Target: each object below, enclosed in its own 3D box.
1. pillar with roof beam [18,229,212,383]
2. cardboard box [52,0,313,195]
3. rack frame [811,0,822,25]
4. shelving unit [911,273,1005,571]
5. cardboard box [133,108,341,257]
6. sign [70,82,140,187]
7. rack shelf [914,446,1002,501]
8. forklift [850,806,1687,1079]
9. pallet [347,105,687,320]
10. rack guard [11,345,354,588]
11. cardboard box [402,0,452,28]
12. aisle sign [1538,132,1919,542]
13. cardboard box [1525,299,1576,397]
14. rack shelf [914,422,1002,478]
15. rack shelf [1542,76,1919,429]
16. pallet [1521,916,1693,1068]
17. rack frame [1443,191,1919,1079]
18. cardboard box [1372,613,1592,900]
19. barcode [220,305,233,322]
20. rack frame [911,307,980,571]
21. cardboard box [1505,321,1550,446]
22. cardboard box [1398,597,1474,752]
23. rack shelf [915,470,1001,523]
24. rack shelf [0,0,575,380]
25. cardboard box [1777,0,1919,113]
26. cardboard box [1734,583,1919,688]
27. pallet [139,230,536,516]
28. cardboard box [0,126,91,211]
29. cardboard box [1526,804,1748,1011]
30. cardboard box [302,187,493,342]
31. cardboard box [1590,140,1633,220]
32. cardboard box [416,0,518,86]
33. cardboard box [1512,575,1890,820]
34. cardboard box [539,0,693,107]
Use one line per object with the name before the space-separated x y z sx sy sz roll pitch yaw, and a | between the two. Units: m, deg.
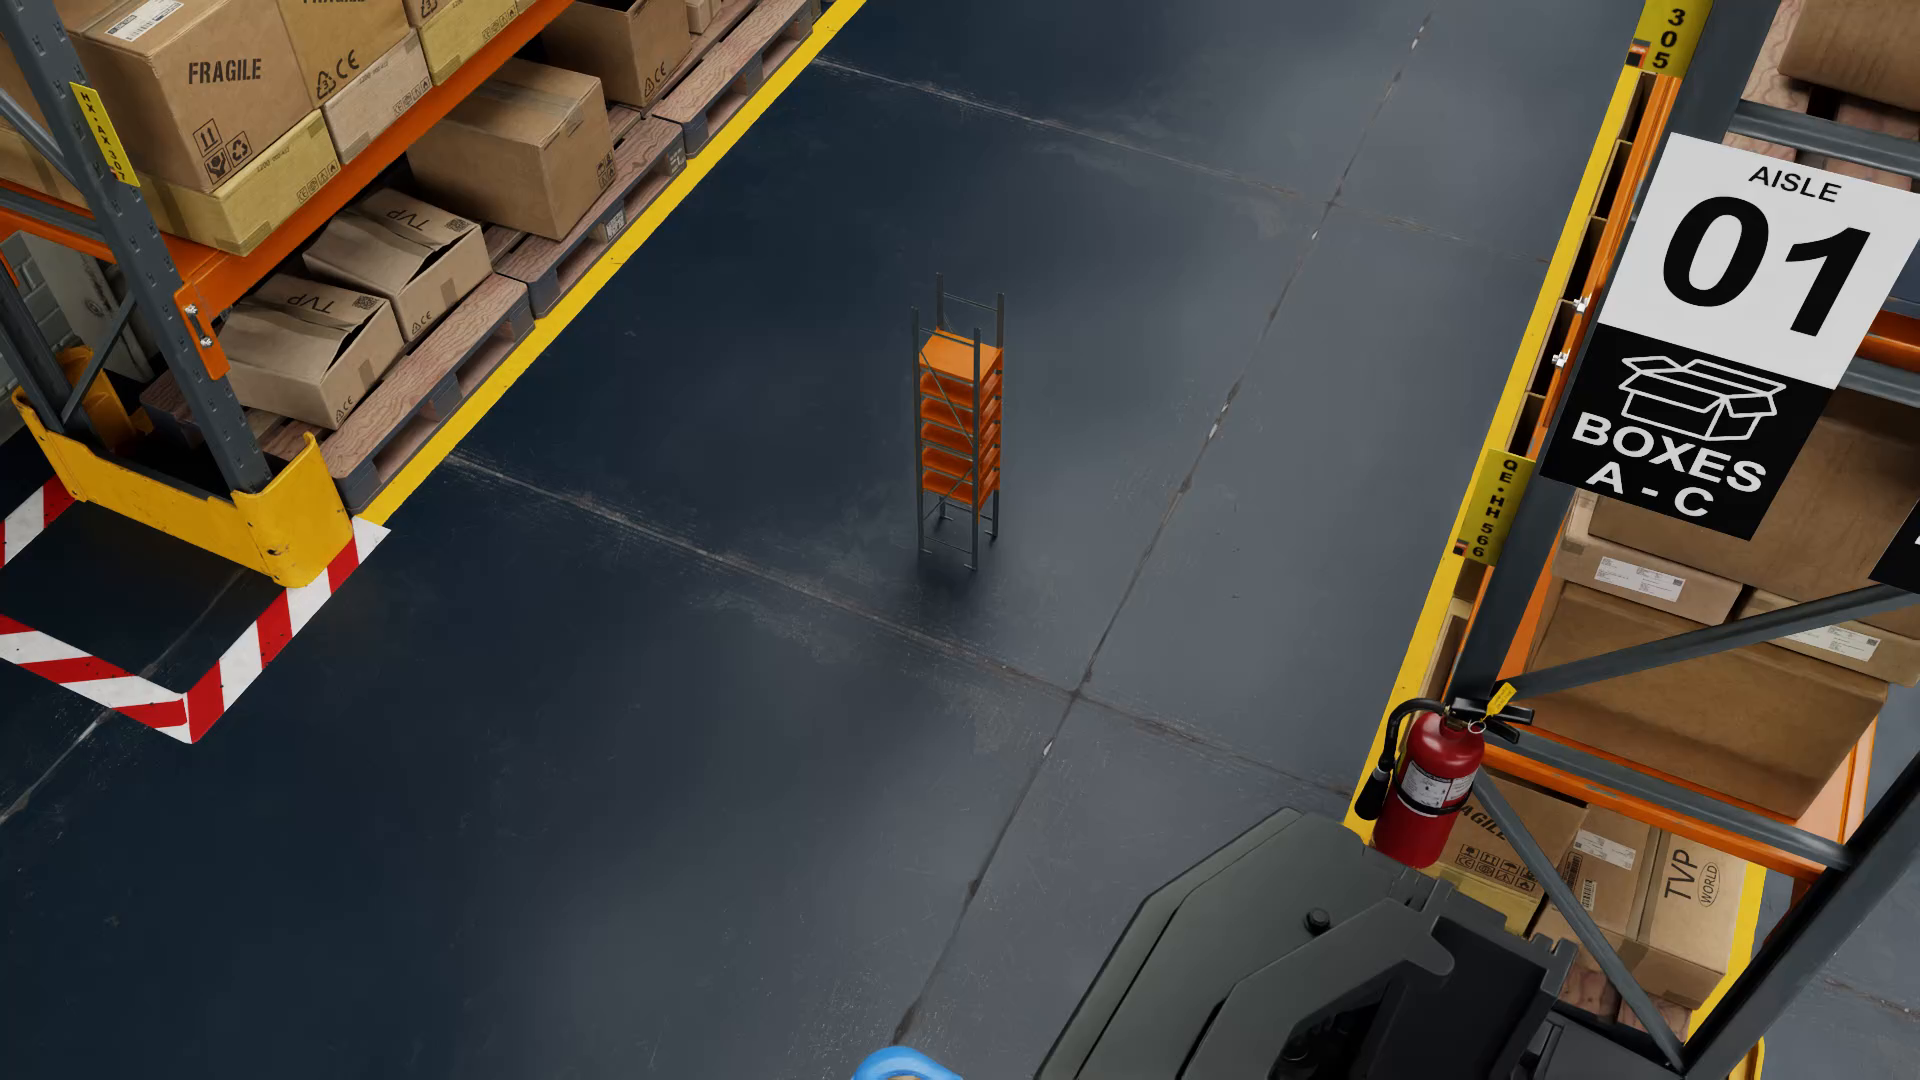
pillar with roof beam | 0.512 -2.341 2.333 9.100 9.000 0.400 20 52 16
cardboard box | -2.422 -1.466 5.121 0.500 0.500 0.500 20 52 16
rack frame | -1.189 -3.788 7.504 1.000 3.000 0.127 20 52 16
shelving unit | -0.006 -0.379 5.785 0.258 1.200 0.189 20 52 16
cardboard box | -2.402 -1.224 5.408 0.500 0.250 0.500 18 52 15
sign | -2.407 -1.138 4.680 0.100 0.325 0.005 20 52 16
rack shelf | -0.006 -0.272 5.910 0.258 0.103 0.180 20 52 16
forklift | 0.821 1.811 2.785 3.031 2.935 1.130 26 54 20
pallet | -1.963 -1.567 7.445 1.003 0.211 1.213 20 52 16
rack guard | -2.865 -0.276 6.157 1.175 0.500 0.348 20 52 16
cardboard box | -1.975 -2.156 5.708 0.500 0.500 0.500 18 52 15
aisle sign | 1.289 -0.317 2.844 0.394 0.787 0.004 20 52 16
cardboard box | 2.172 -0.416 5.672 0.500 0.500 0.500 20 52 16
rack shelf | -0.006 -0.350 5.818 0.258 0.103 0.180 20 52 16
rack shelf | 2.437 -1.541 4.094 1.077 0.370 4.000 20 52 16
pallet | 1.872 0.939 5.312 1.003 0.211 1.213 20 52 16
rack frame | 1.583 0.575 3.791 1.000 3.000 0.127 20 52 16
cardboard box | 1.543 0.621 4.789 0.500 0.500 0.500 20 52 16
barcode | -2.874 -0.898 6.515 0.001 0.075 0.075 20 52 16
rack frame | -0.045 -0.316 5.731 0.240 1.200 0.006 20 52 16
cardboard box | 2.383 -0.518 6.251 0.500 0.250 0.500 20 52 16
cardboard box | 1.748 0.517 5.370 0.500 0.250 0.500 20 52 16
rack shelf | -0.006 -0.195 6.001 0.258 0.103 0.180 20 52 16
rack shelf | -2.043 -2.178 6.606 1.077 0.370 4.000 20 52 16
cardboard box | 1.832 -1.006 2.731 0.797 0.503 0.637 23 53 18
cardboard box | 1.945 0.133 3.676 0.380 0.149 0.250 19 52 16
pallet | -2.486 -0.730 6.733 1.003 0.211 1.213 20 52 16
cardboard box | -2.873 -1.377 5.537 0.500 0.250 0.500 20 53 17
cardboard box | 2.013 1.033 4.931 0.500 0.250 0.500 20 52 16
cardboard box | -2.277 -1.145 6.731 0.500 0.311 0.500 24 54 19
cardboard box | 2.604 -1.103 6.256 0.500 0.500 0.500 20 52 16
cardboard box | -1.970 -1.935 6.013 0.500 0.250 0.500 19 52 16
cardboard box | 1.794 0.226 4.023 0.700 0.500 0.500 20 52 16
cardboard box | -1.596 -2.393 7.669 0.500 0.500 0.500 16 52 13
